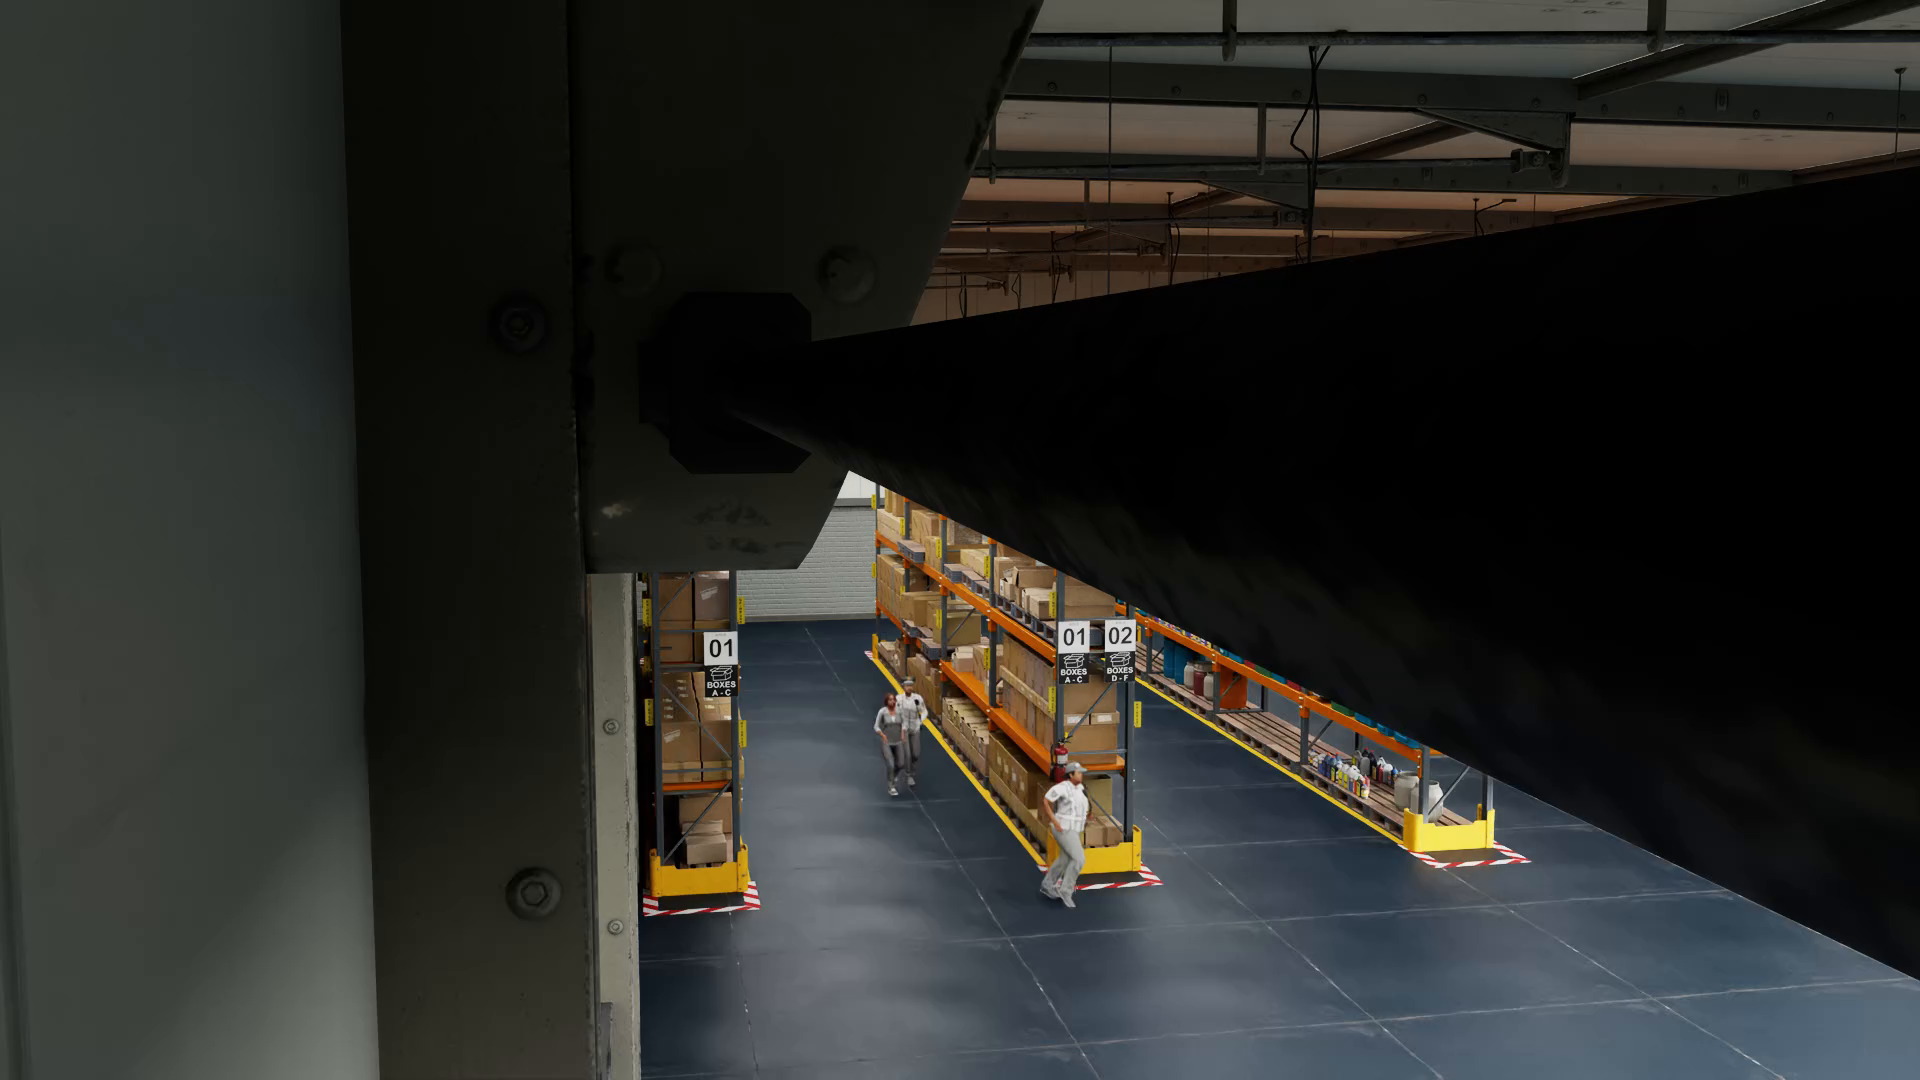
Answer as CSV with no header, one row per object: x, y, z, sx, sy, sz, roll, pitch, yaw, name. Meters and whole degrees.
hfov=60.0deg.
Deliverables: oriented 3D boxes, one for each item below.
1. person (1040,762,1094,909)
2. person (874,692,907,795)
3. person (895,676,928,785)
1.290,3.498,19.855,0.652,1.689,0.644,3,7,28,person
-1.011,3.024,24.696,0.512,1.554,0.530,-2,6,-16,person
-0.817,2.896,25.512,0.553,1.655,0.565,-1,6,-10,person
